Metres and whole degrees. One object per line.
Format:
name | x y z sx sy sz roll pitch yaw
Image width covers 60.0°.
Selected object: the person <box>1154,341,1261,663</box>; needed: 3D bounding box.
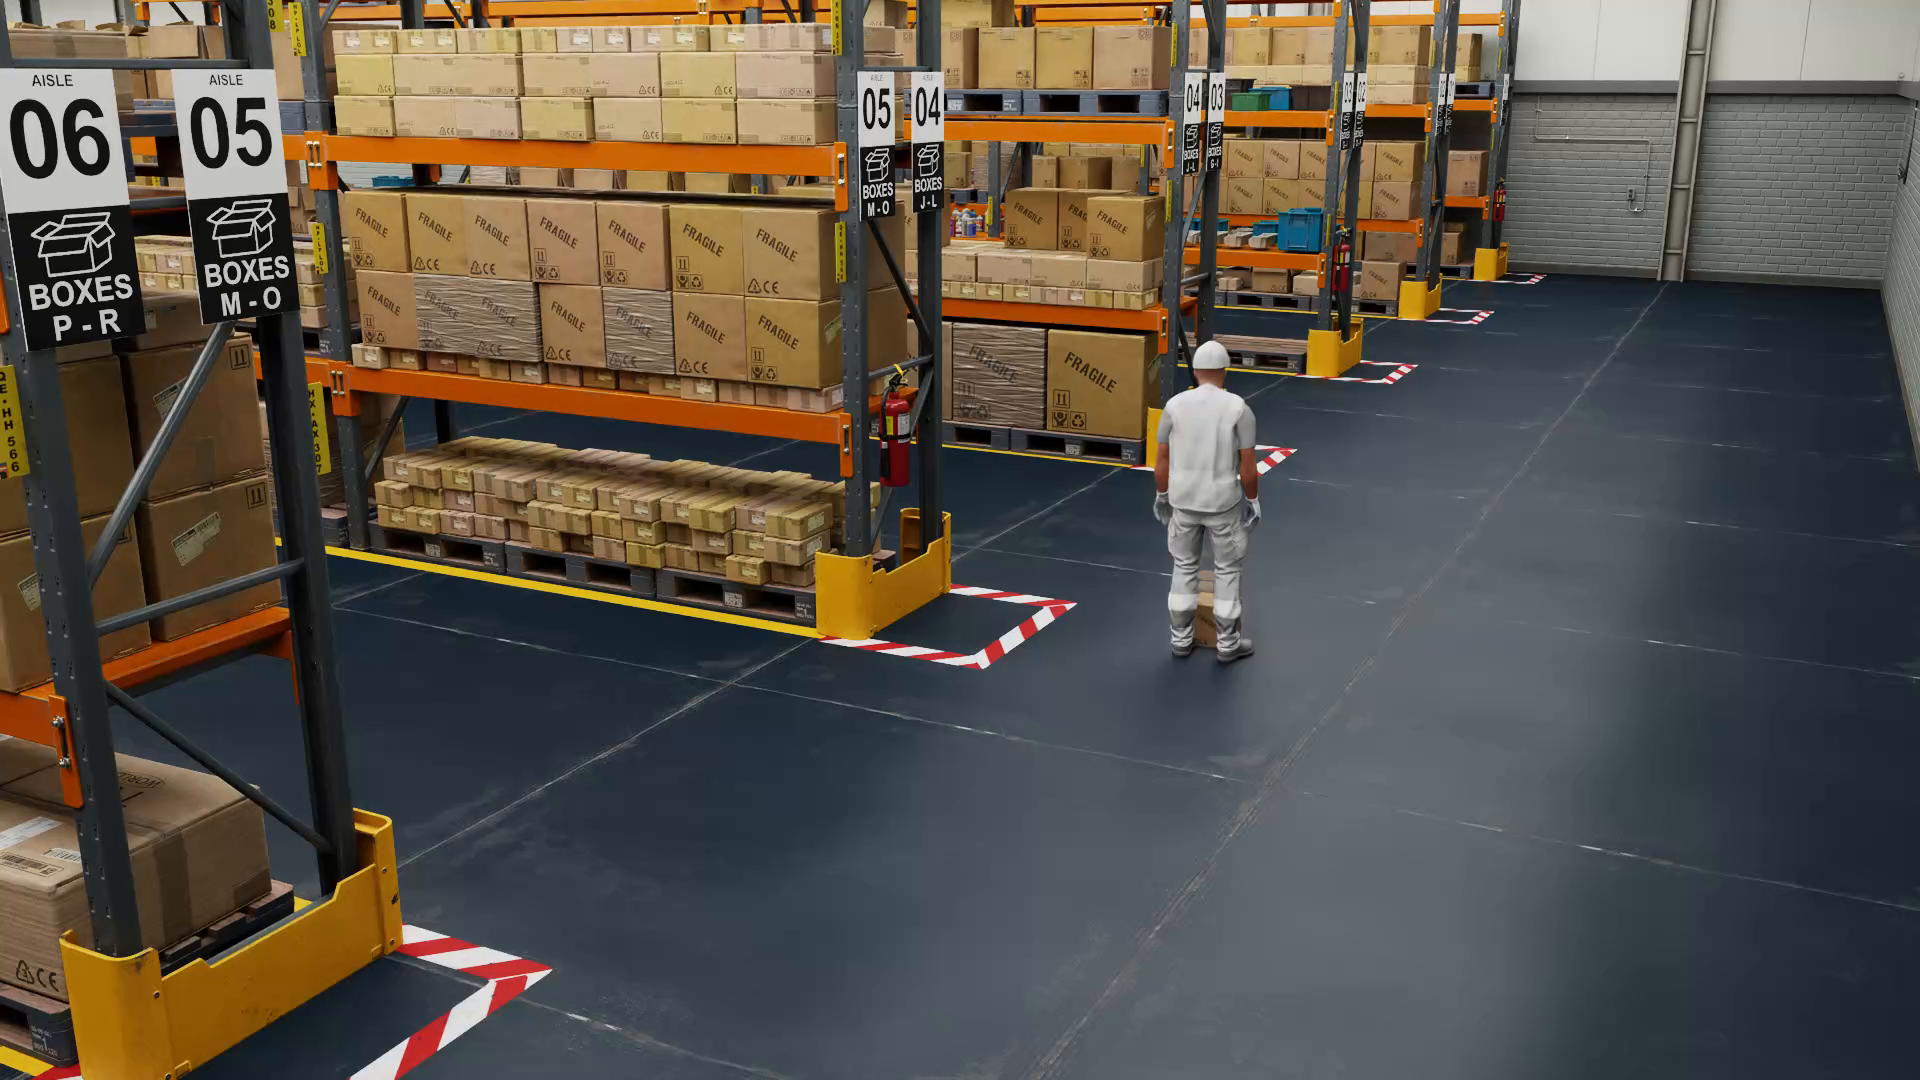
person | 1.377 -0.210 9.260 0.609 1.774 0.453 7 17 23
